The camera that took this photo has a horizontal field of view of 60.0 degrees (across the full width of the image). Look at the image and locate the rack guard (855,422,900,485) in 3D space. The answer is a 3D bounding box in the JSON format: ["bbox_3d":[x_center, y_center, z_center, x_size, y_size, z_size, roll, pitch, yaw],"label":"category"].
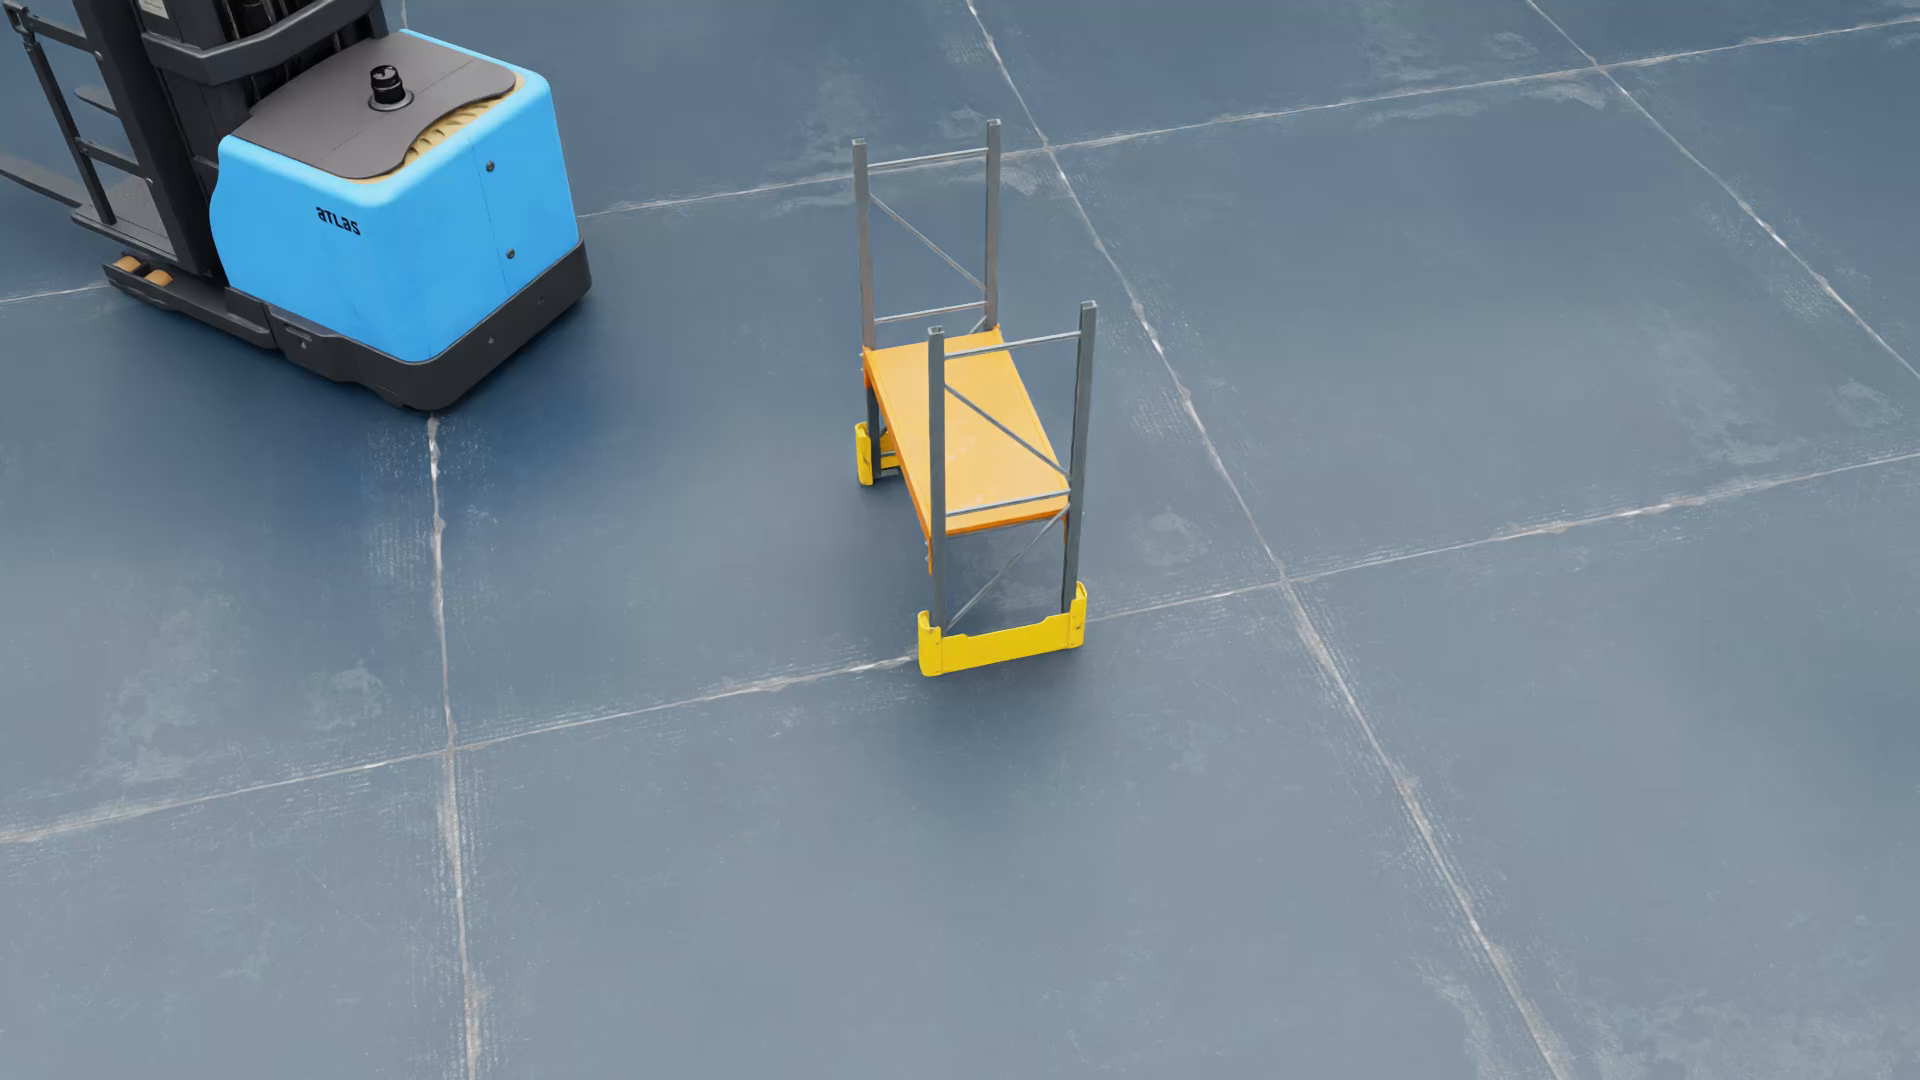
[{"bbox_3d":[-0.108,-0.379,6.446,0.587,0.250,0.087,-11,47,-10],"label":"rack guard"}]

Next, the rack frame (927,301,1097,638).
[{"bbox_3d":[0.152,-0.115,5.313,0.500,1.500,0.032,-11,47,-10],"label":"rack frame"}]

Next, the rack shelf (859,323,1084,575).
[{"bbox_3d":[0.022,-0.340,5.785,0.538,0.185,1.000,-11,47,-10],"label":"rack shelf"}]

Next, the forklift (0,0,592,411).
[{"bbox_3d":[-3.135,-2.333,6.484,3.031,2.935,1.130,23,50,21],"label":"forklift"}]

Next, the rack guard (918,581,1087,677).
[{"bbox_3d":[0.147,0.309,5.772,0.587,0.250,0.087,-11,47,-10],"label":"rack guard"}]

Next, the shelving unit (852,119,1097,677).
[{"bbox_3d":[0.020,-0.472,5.663,0.587,1.500,1.083,-11,47,-10],"label":"shelving unit"}]

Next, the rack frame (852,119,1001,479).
[{"bbox_3d":[-0.108,-0.817,6.001,0.500,1.500,0.032,-11,47,-10],"label":"rack frame"}]
